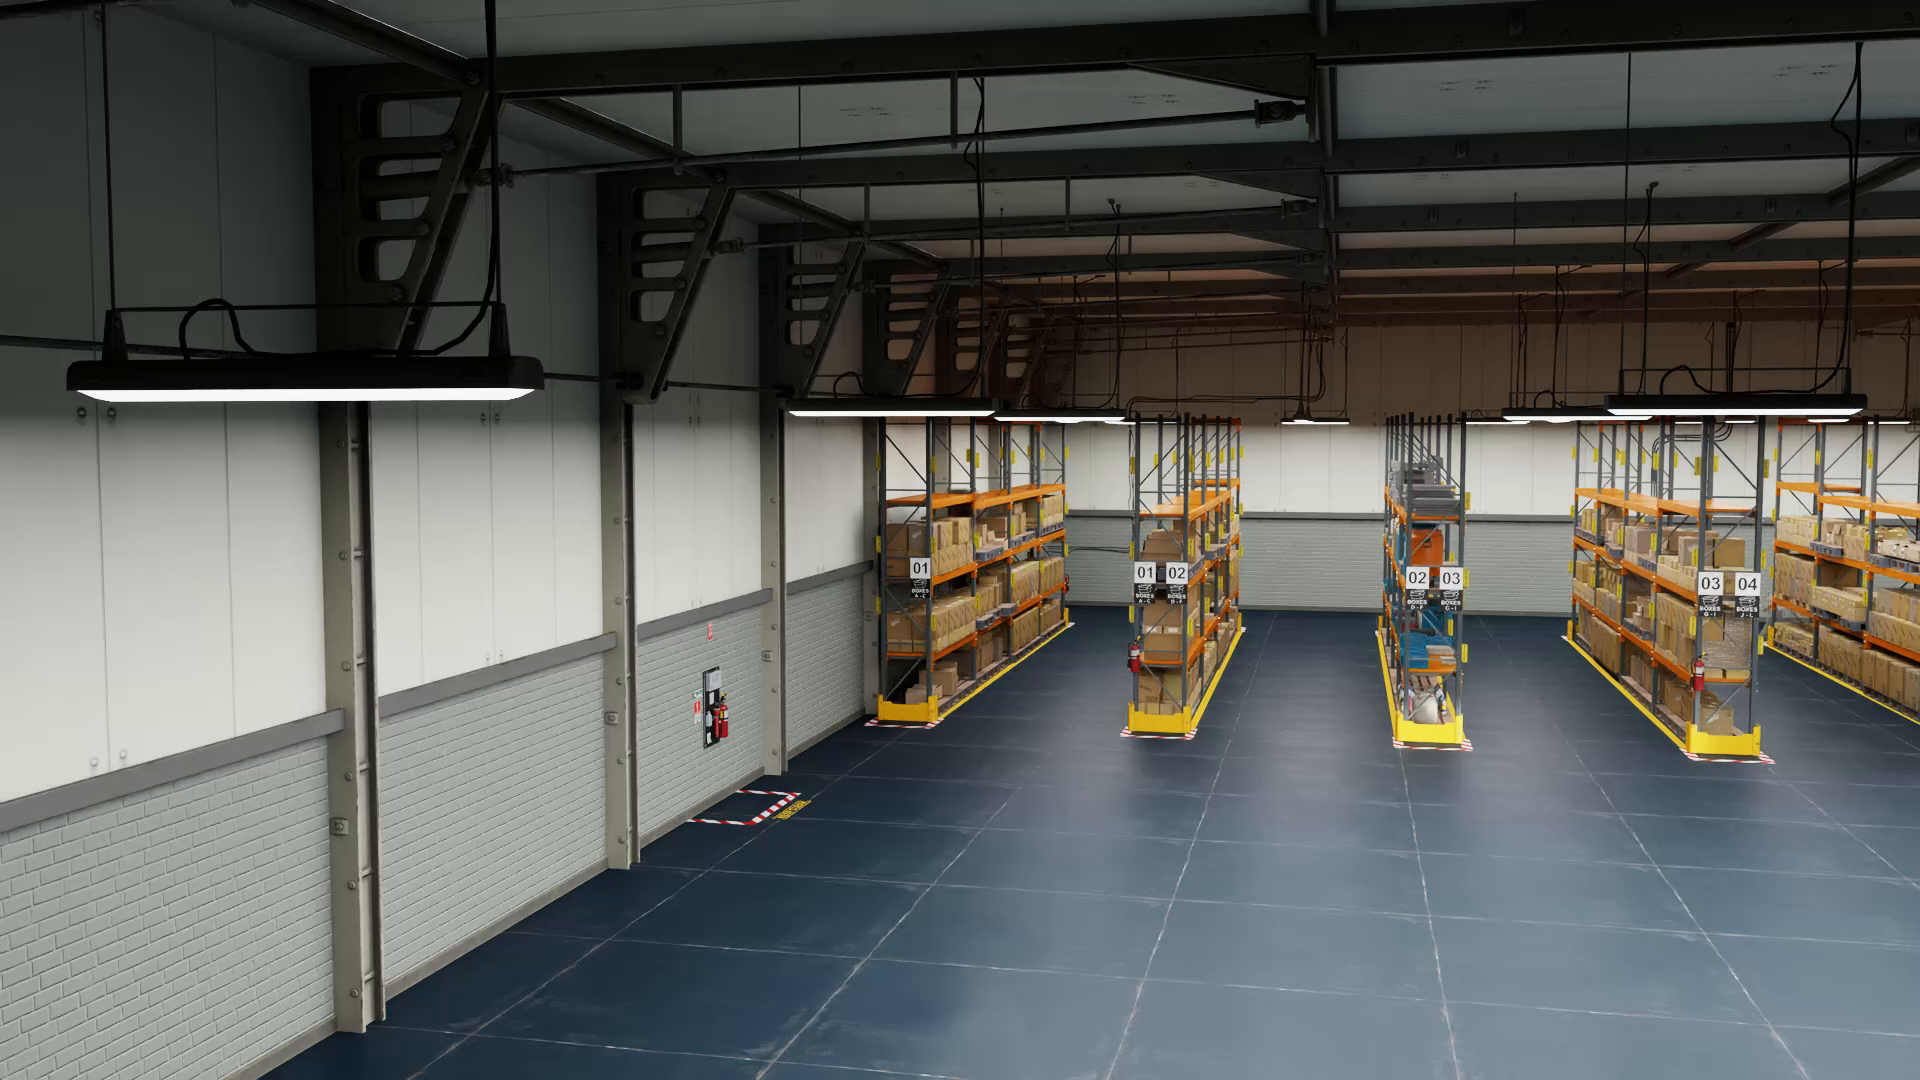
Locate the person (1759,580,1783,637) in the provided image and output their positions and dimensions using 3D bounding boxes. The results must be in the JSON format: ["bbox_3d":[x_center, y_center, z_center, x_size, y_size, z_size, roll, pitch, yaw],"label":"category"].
[{"bbox_3d":[21.974,1.852,44.875,1.007,1.612,0.627,2,4,30],"label":"person"}]
